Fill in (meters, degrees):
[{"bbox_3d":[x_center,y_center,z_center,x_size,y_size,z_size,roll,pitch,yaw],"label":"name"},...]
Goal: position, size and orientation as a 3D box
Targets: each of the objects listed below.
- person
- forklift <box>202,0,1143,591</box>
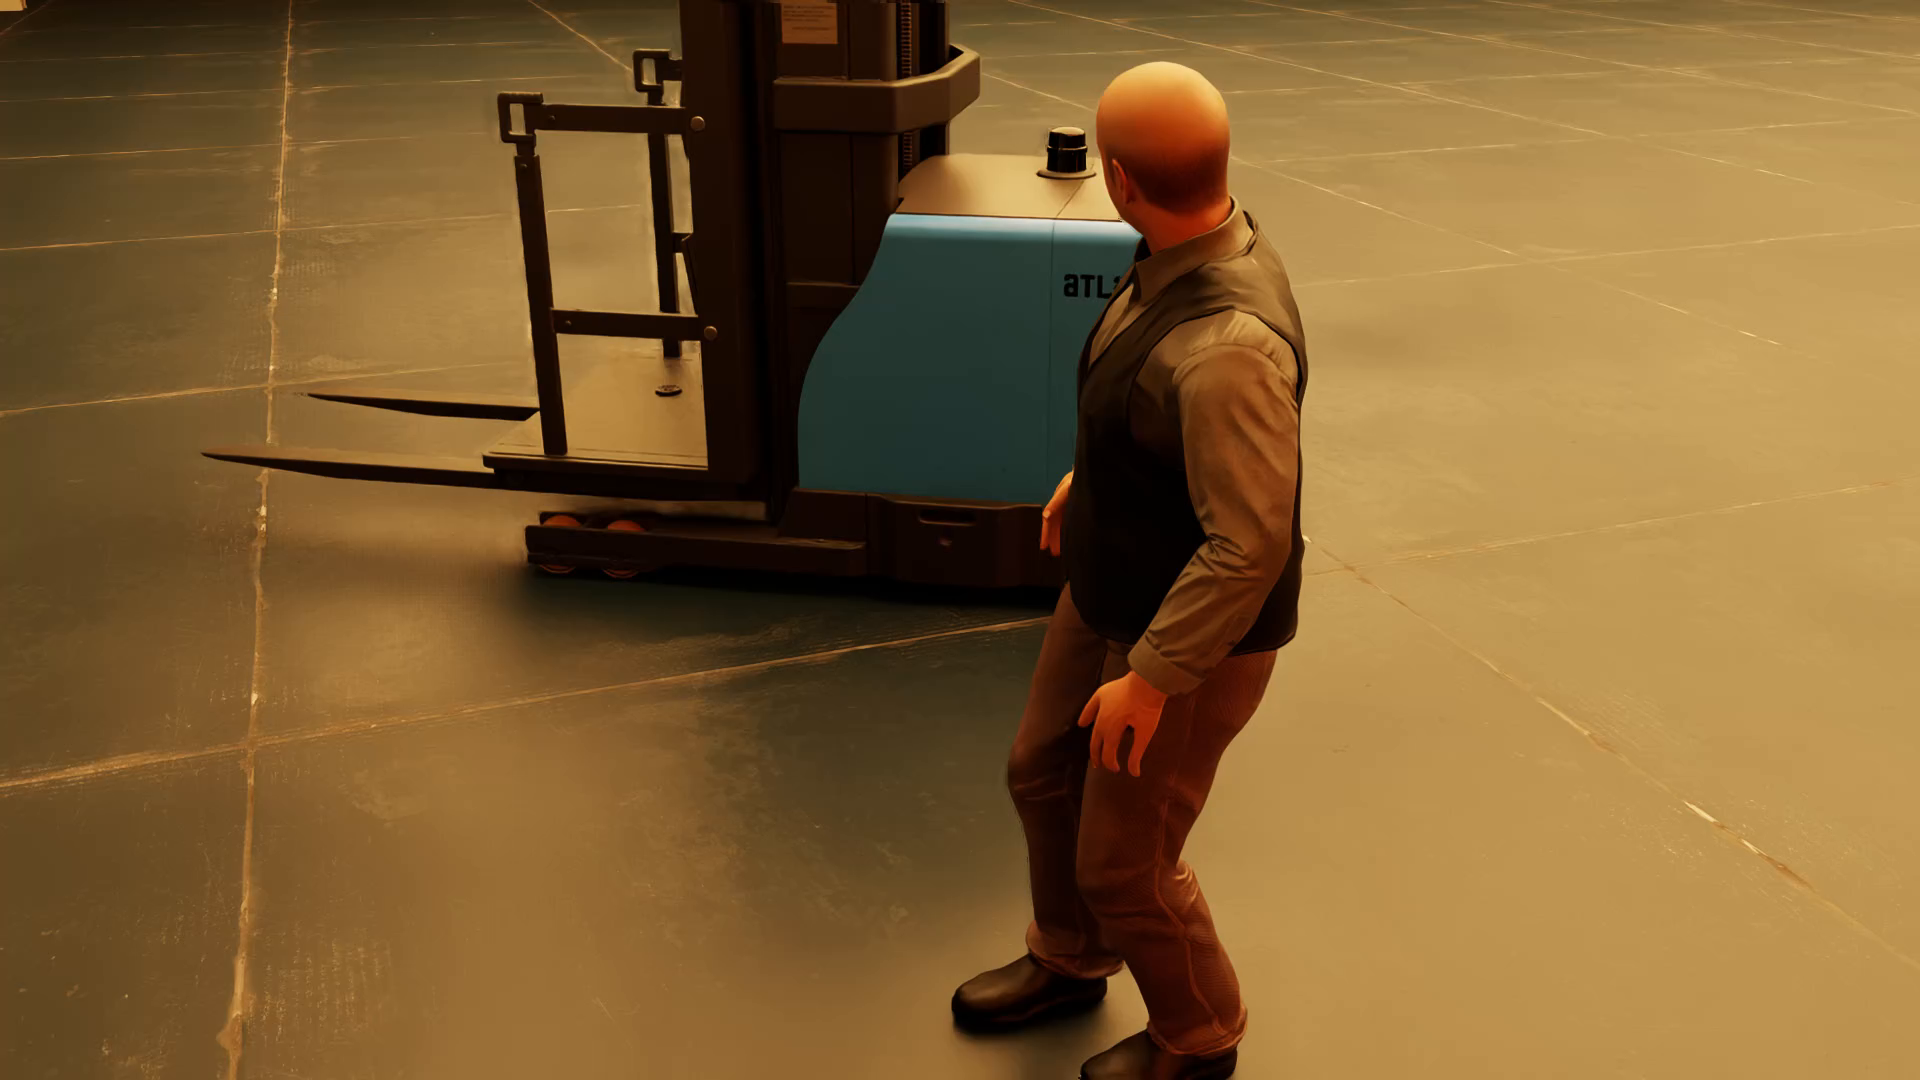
[{"bbox_3d":[0.263,0.135,2.575,0.511,1.700,0.724,-4,23,-8],"label":"person"},{"bbox_3d":[-0.800,-1.435,4.711,3.031,2.935,1.130,4,23,10],"label":"forklift"}]
